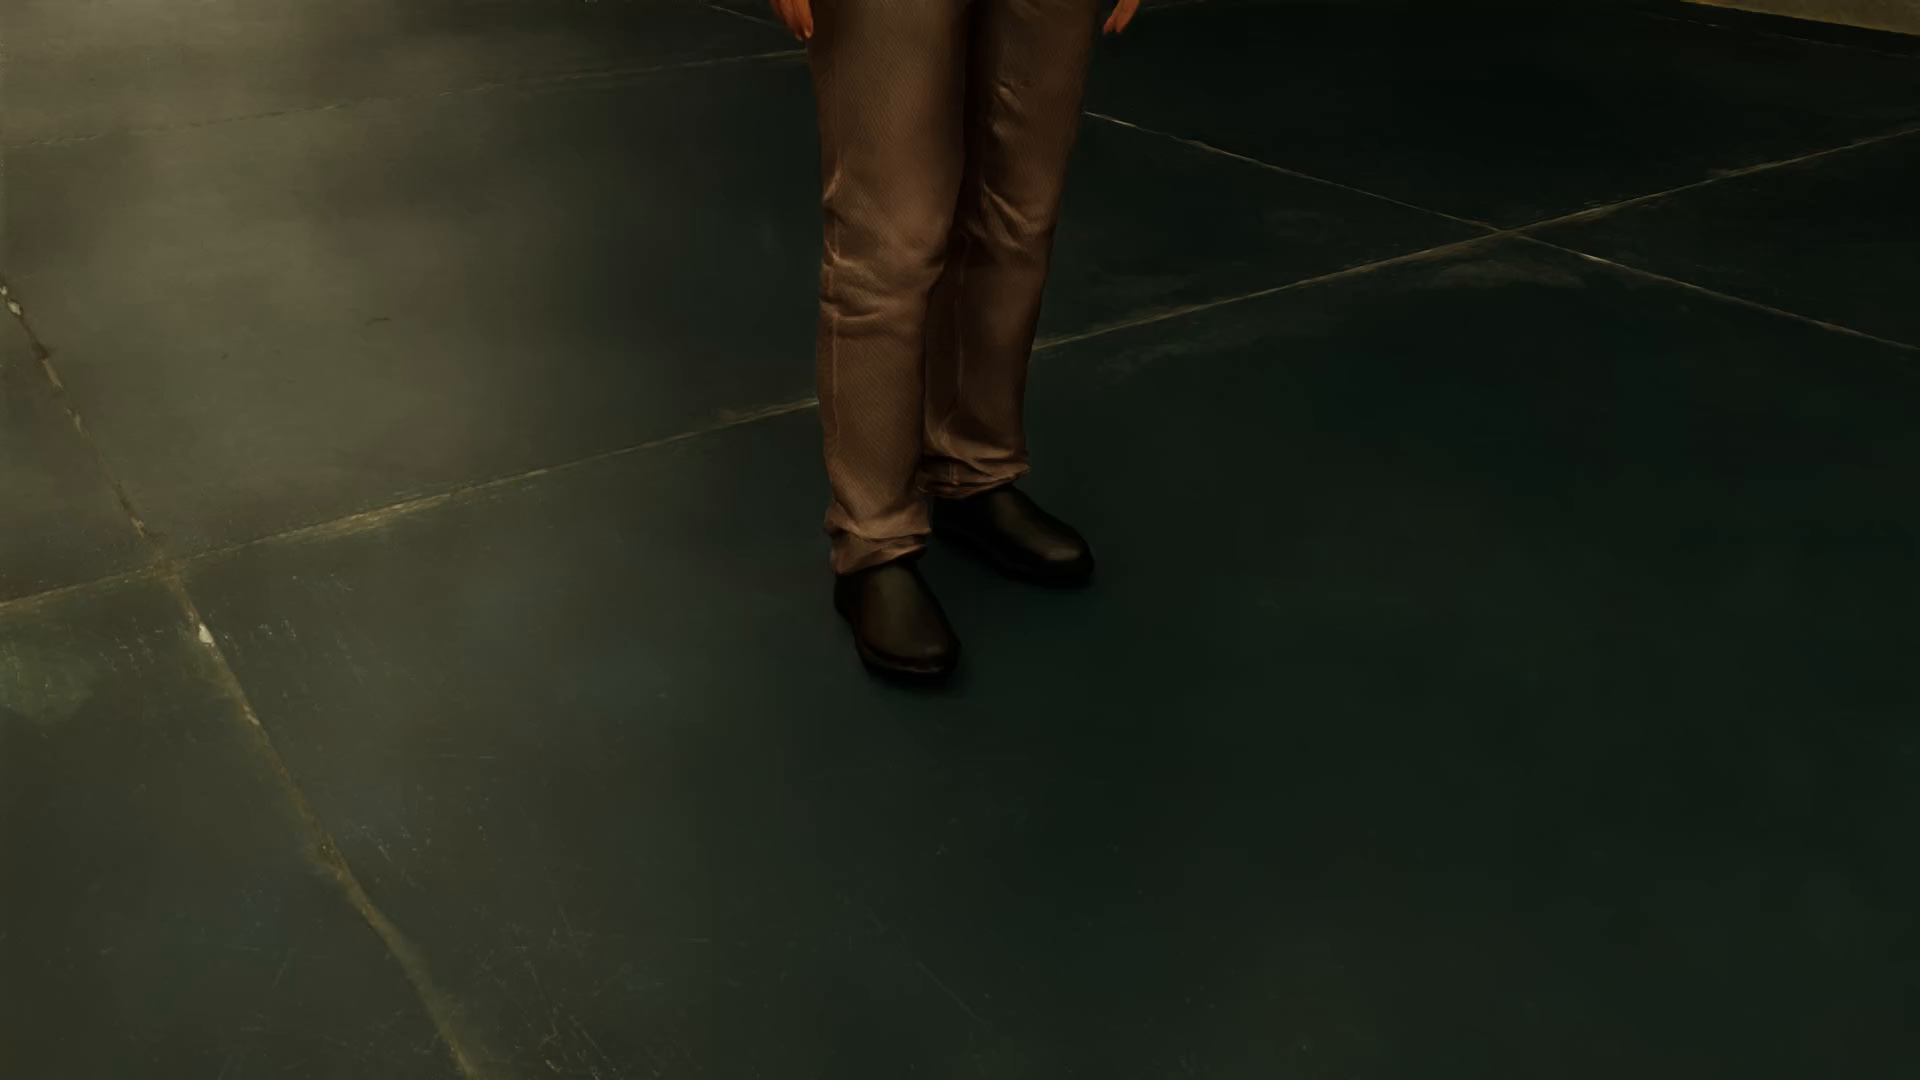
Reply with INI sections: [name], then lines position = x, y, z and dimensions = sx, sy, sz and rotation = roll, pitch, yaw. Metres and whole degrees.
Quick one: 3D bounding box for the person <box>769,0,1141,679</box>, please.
[person]
position = 0.029, -0.751, 2.061
dimensions = 0.632, 1.720, 0.567
rotation = -17, 31, -31
